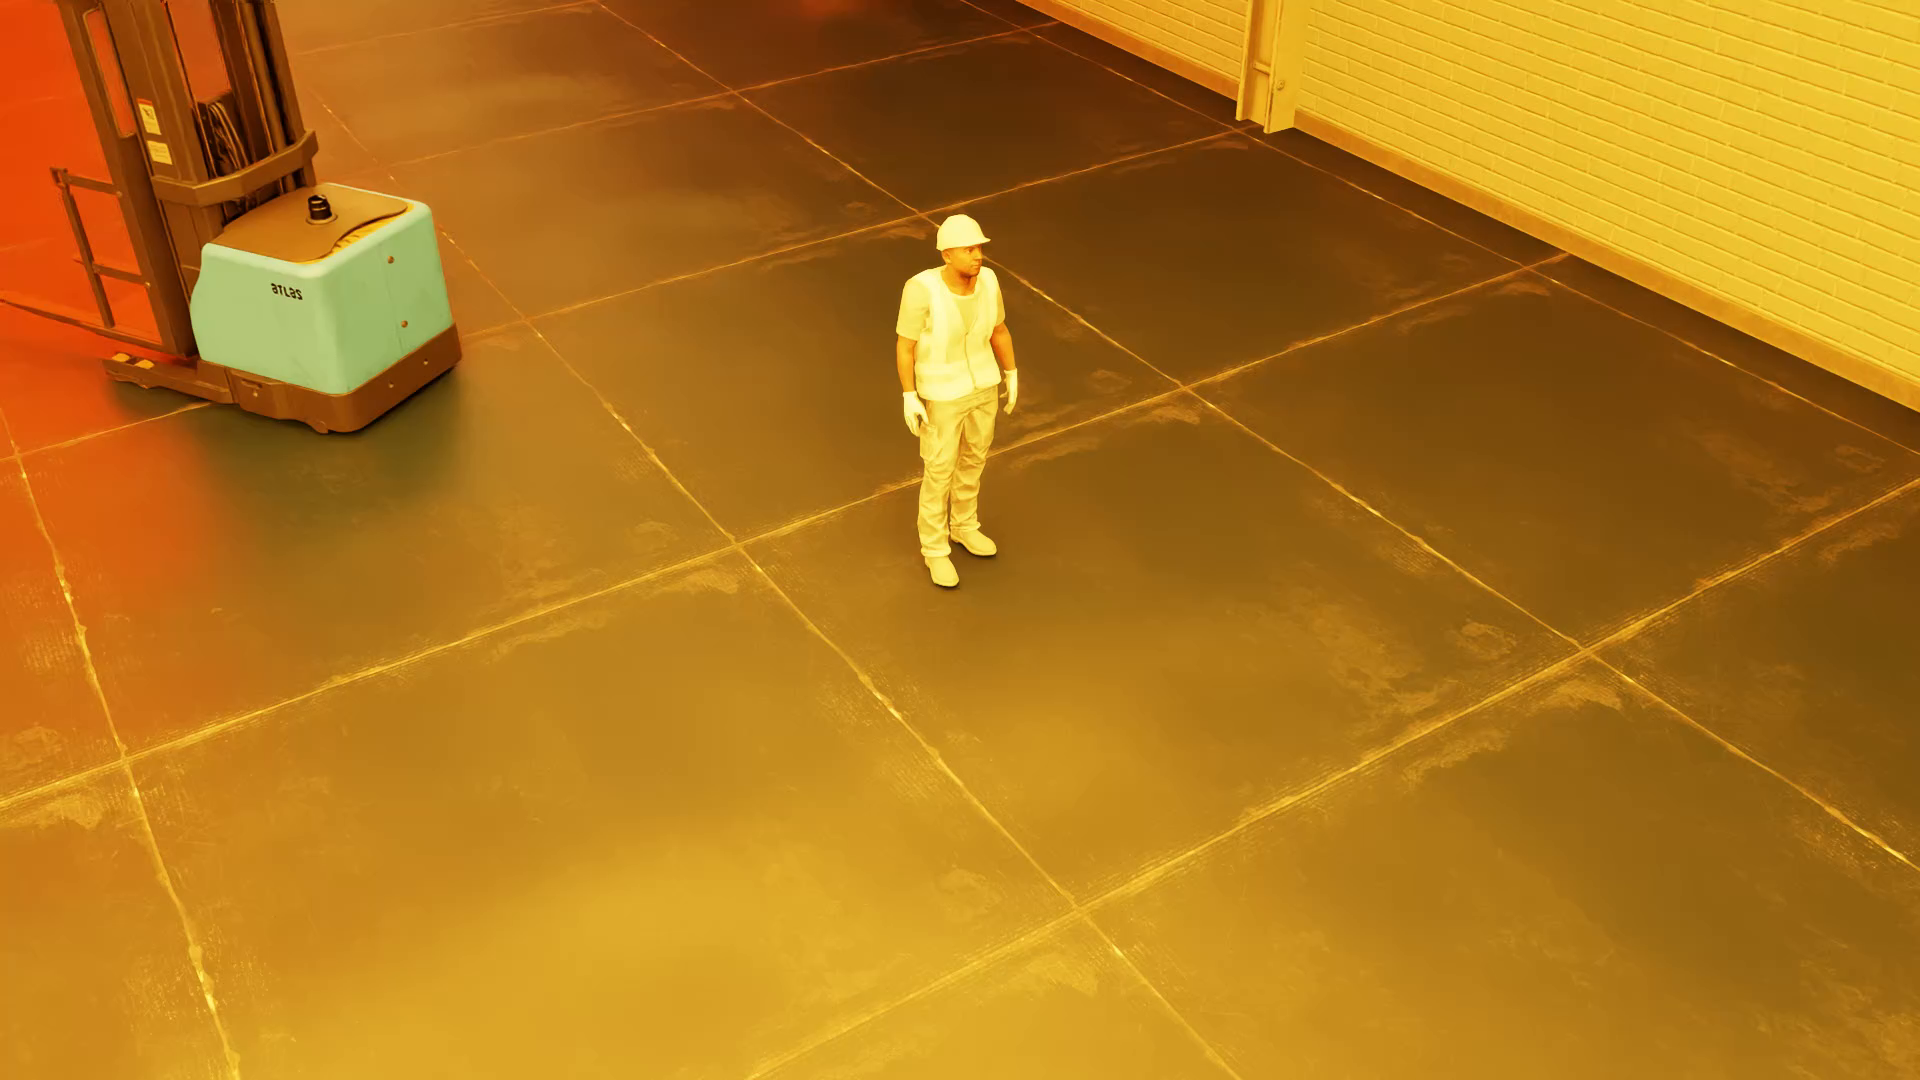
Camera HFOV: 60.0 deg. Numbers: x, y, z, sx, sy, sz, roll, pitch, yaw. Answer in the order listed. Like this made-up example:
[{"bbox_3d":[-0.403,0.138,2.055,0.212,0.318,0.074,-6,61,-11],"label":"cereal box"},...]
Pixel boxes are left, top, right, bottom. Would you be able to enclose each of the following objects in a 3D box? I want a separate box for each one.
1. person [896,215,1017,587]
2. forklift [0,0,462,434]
[{"bbox_3d":[0.031,-0.698,8.127,0.656,1.782,0.577,-21,40,-27],"label":"person"},{"bbox_3d":[-4.600,-2.370,9.520,3.031,2.935,1.130,15,38,20],"label":"forklift"}]
